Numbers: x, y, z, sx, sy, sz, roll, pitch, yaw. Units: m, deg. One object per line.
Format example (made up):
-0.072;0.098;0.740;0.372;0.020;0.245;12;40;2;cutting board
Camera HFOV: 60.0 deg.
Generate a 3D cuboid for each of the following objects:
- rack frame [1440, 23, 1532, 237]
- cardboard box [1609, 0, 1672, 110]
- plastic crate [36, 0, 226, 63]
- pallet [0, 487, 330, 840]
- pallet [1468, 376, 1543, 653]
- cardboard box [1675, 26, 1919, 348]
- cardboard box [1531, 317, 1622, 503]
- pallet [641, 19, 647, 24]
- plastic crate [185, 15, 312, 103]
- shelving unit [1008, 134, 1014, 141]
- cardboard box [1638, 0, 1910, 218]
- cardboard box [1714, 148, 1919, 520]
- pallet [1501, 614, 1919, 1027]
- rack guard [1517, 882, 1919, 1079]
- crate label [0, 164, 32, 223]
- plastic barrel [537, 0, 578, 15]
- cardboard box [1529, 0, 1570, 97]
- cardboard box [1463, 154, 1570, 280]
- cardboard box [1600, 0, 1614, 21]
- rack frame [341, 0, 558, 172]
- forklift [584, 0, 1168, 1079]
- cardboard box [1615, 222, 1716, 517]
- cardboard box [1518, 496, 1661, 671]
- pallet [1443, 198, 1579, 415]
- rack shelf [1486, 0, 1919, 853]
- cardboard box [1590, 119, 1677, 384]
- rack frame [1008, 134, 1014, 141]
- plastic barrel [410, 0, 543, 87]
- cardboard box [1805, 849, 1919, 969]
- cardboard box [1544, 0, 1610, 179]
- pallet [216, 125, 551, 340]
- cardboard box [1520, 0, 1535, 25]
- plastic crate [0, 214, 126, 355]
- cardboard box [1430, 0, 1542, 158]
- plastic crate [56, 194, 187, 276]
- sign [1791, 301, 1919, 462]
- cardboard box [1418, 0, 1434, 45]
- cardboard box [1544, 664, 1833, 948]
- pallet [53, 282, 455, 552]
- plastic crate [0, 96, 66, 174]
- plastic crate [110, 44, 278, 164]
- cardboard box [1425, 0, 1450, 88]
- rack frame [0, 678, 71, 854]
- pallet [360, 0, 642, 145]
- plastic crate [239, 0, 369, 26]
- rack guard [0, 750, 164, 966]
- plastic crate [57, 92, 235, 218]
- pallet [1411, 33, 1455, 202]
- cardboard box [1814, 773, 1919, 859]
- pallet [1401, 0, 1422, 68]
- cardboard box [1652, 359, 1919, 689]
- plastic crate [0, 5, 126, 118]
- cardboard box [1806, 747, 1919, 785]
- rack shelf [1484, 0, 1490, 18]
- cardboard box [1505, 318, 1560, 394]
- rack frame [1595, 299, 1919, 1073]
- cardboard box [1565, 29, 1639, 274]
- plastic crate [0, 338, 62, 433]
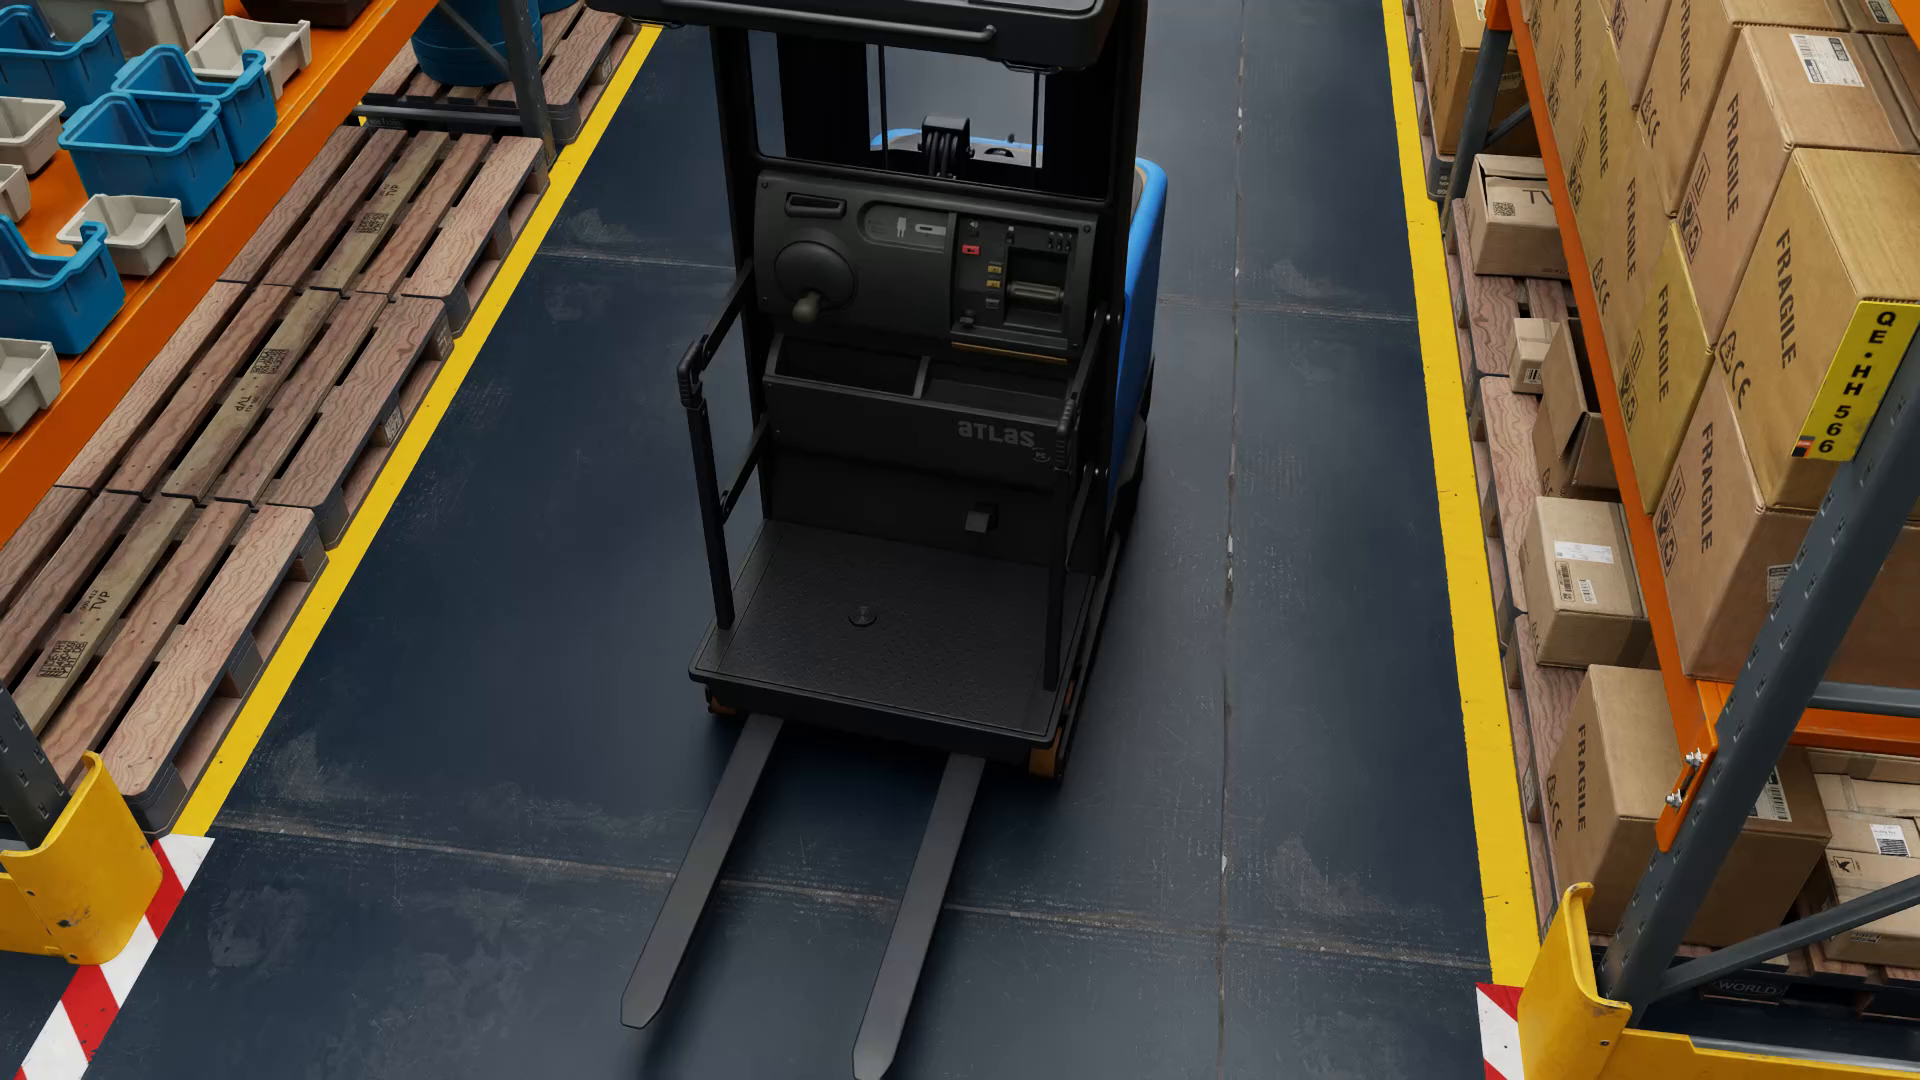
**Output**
2.567;-2.386;6.088;1.000;3.000;0.127;5;44;6;rack frame
2.023;-1.436;4.285;0.500;0.500;0.500;6;44;7;cardboard box
-2.727;-1.794;5.505;0.437;0.282;0.530;5;44;6;plastic crate
-2.723;0.341;5.236;1.003;0.211;1.213;5;44;6;pallet
2.317;-0.072;5.672;1.003;0.211;1.213;5;44;6;pallet
1.891;-0.732;3.541;0.500;0.500;0.500;6;44;7;cardboard box
2.324;-0.358;5.443;0.797;0.503;0.637;5;44;6;cardboard box
-2.040;-3.182;8.957;1.003;0.211;1.213;5;44;6;pallet
-2.274;-1.551;5.354;0.293;0.136;0.466;5;44;6;plastic crate
0.257;-1.029;6.170;0.258;0.900;0.210;10;39;10;shelving unit
1.955;-1.086;3.915;0.500;0.500;0.500;6;44;7;cardboard box
1.825;-0.388;3.178;0.500;0.500;0.500;5;44;5;cardboard box
2.153;0.758;4.797;1.003;0.211;1.213;5;44;6;pallet
2.049;1.196;4.123;1.175;0.500;0.348;5;44;6;rack guard
-2.877;-0.999;4.772;0.396;0.136;0.243;5;44;6;crate label
-2.160;-3.081;8.043;0.600;0.901;0.708;5;44;6;plastic barrel
2.165;-1.750;5.344;0.500;0.500;0.500;6;44;6;cardboard box
2.297;-1.303;6.580;0.500;0.311;0.500;5;44;6;cardboard box
2.090;-1.788;4.657;0.500;0.500;0.500;4;44;4;cardboard box
-2.342;-2.839;6.566;1.000;3.000;0.127;5;44;6;rack frame
-0.153;-0.648;4.302;1.130;2.935;3.031;10;44;10;forklift
1.893;-0.380;3.897;0.500;0.500;0.500;6;44;6;cardboard box
2.022;0.141;5.099;0.500;0.250;0.500;5;44;6;cardboard box
2.476;-0.905;6.553;1.003;0.211;1.213;5;44;6;pallet
2.303;-0.762;4.896;1.077;0.370;4.000;5;44;6;rack shelf
1.964;-0.720;4.256;0.500;0.500;0.500;6;44;6;cardboard box
0.281;-1.089;6.248;0.240;0.900;0.006;10;39;10;rack frame
-2.253;-2.599;7.533;0.600;0.901;0.708;5;44;6;plastic barrel
2.435;0.961;4.306;0.380;0.149;0.250;5;44;6;cardboard box
2.097;-1.410;4.984;0.500;0.500;0.500;5;44;5;cardboard box
-2.401;-1.322;6.992;1.003;0.211;1.213;5;44;6;pallet
2.230;-2.100;5.713;0.500;0.500;0.500;6;44;7;cardboard box
-2.425;-0.661;4.344;0.416;0.233;0.300;5;44;6;plastic crate
2.348;-2.000;7.179;0.500;0.500;0.500;5;44;5;cardboard box
-2.298;-0.850;4.615;0.250;0.136;0.298;5;44;6;plastic crate
1.491;-0.259;2.770;0.100;0.325;0.005;5;44;6;sign
2.489;-2.678;7.895;0.500;0.500;0.500;6;44;6;cardboard box
1.866;0.695;4.332;0.500;0.500;0.500;5;44;6;cardboard box
-2.560;-0.488;6.112;1.003;0.211;1.213;5;44;6;pallet
-2.857;-1.203;4.987;0.298;0.136;0.250;5;44;6;plastic crate
-2.298;-1.314;5.034;0.416;0.233;0.300;5;44;6;plastic crate
2.422;-2.337;7.534;0.500;0.500;0.500;5;44;6;cardboard box
-2.871;-0.113;3.687;1.000;3.000;0.127;5;44;6;rack frame
-2.199;-2.348;8.077;1.003;0.211;1.213;5;44;6;pallet
-2.224;-1.973;5.809;0.437;0.125;0.590;5;44;6;plastic crate
-2.861;0.813;4.528;1.175;0.500;0.348;5;44;6;rack guard
-2.338;-1.109;4.818;0.416;0.233;0.300;5;44;6;plastic crate
2.637;-1.931;7.636;1.003;0.211;1.213;5;44;6;pallet
2.468;0.785;4.480;0.380;0.166;0.250;5;44;6;cardboard box
2.796;-2.765;8.517;1.003;0.211;1.213;5;44;6;pallet
1.828;-0.026;3.523;0.500;0.500;0.500;6;44;7;cardboard box
-2.854;-1.497;5.227;0.416;0.233;0.300;5;44;6;plastic crate
2.458;0.493;4.727;0.500;0.250;0.500;5;44;6;cardboard box
2.832;-3.488;7.775;1.077;0.370;4.000;5;44;6;rack shelf
2.193;-0.660;6.006;0.380;0.166;0.250;5;44;6;cardboard box
2.039;0.340;3.209;1.000;3.000;0.127;5;44;6;rack frame
2.031;-1.063;4.618;0.500;0.500;0.500;5;44;5;cardboard box
-2.387;-0.388;4.126;0.250;0.136;0.298;5;44;6;plastic crate
